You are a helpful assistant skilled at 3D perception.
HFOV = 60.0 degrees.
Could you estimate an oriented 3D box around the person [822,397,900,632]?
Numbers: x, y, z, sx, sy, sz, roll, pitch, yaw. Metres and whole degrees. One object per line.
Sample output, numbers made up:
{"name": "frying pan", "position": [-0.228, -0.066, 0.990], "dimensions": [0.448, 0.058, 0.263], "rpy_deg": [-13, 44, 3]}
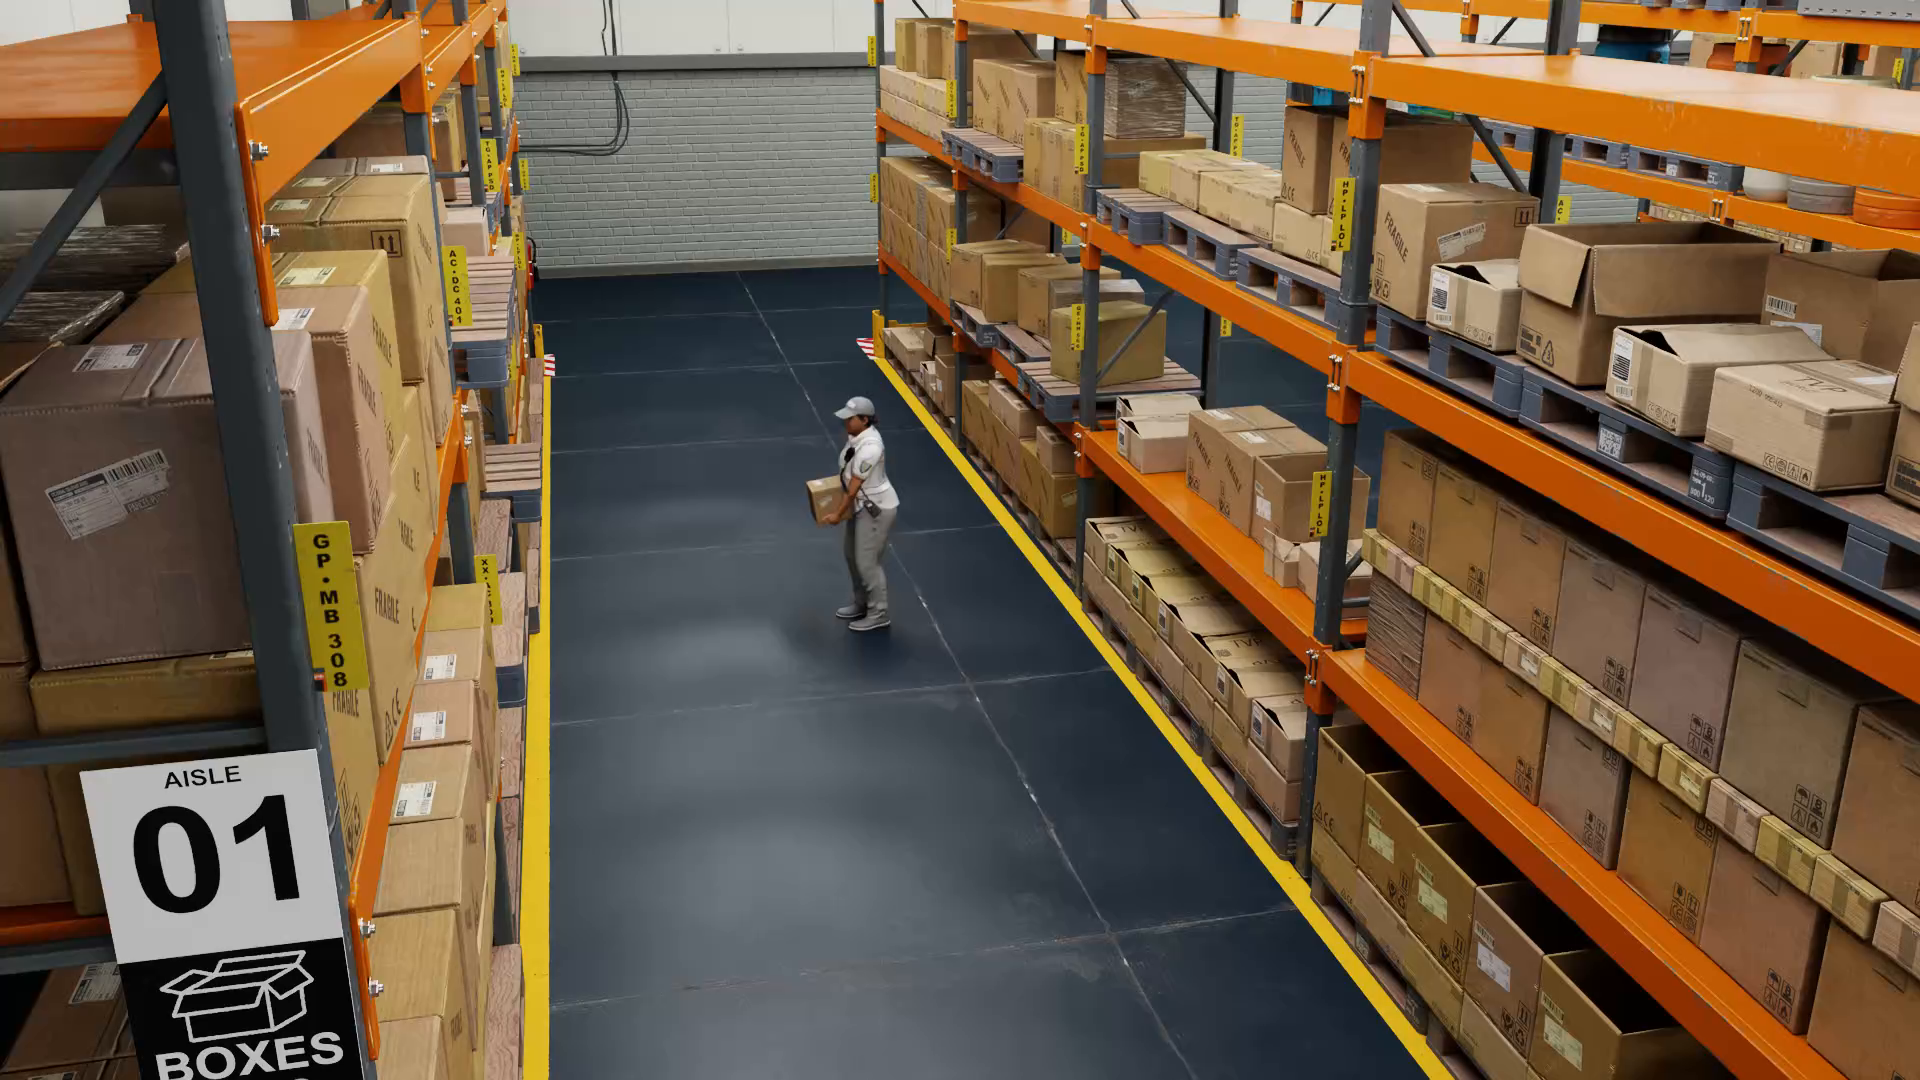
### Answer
{"name": "person", "position": [-0.711, -0.194, 11.630], "dimensions": [0.560, 1.660, 0.452], "rpy_deg": [-5, 20, -13]}
